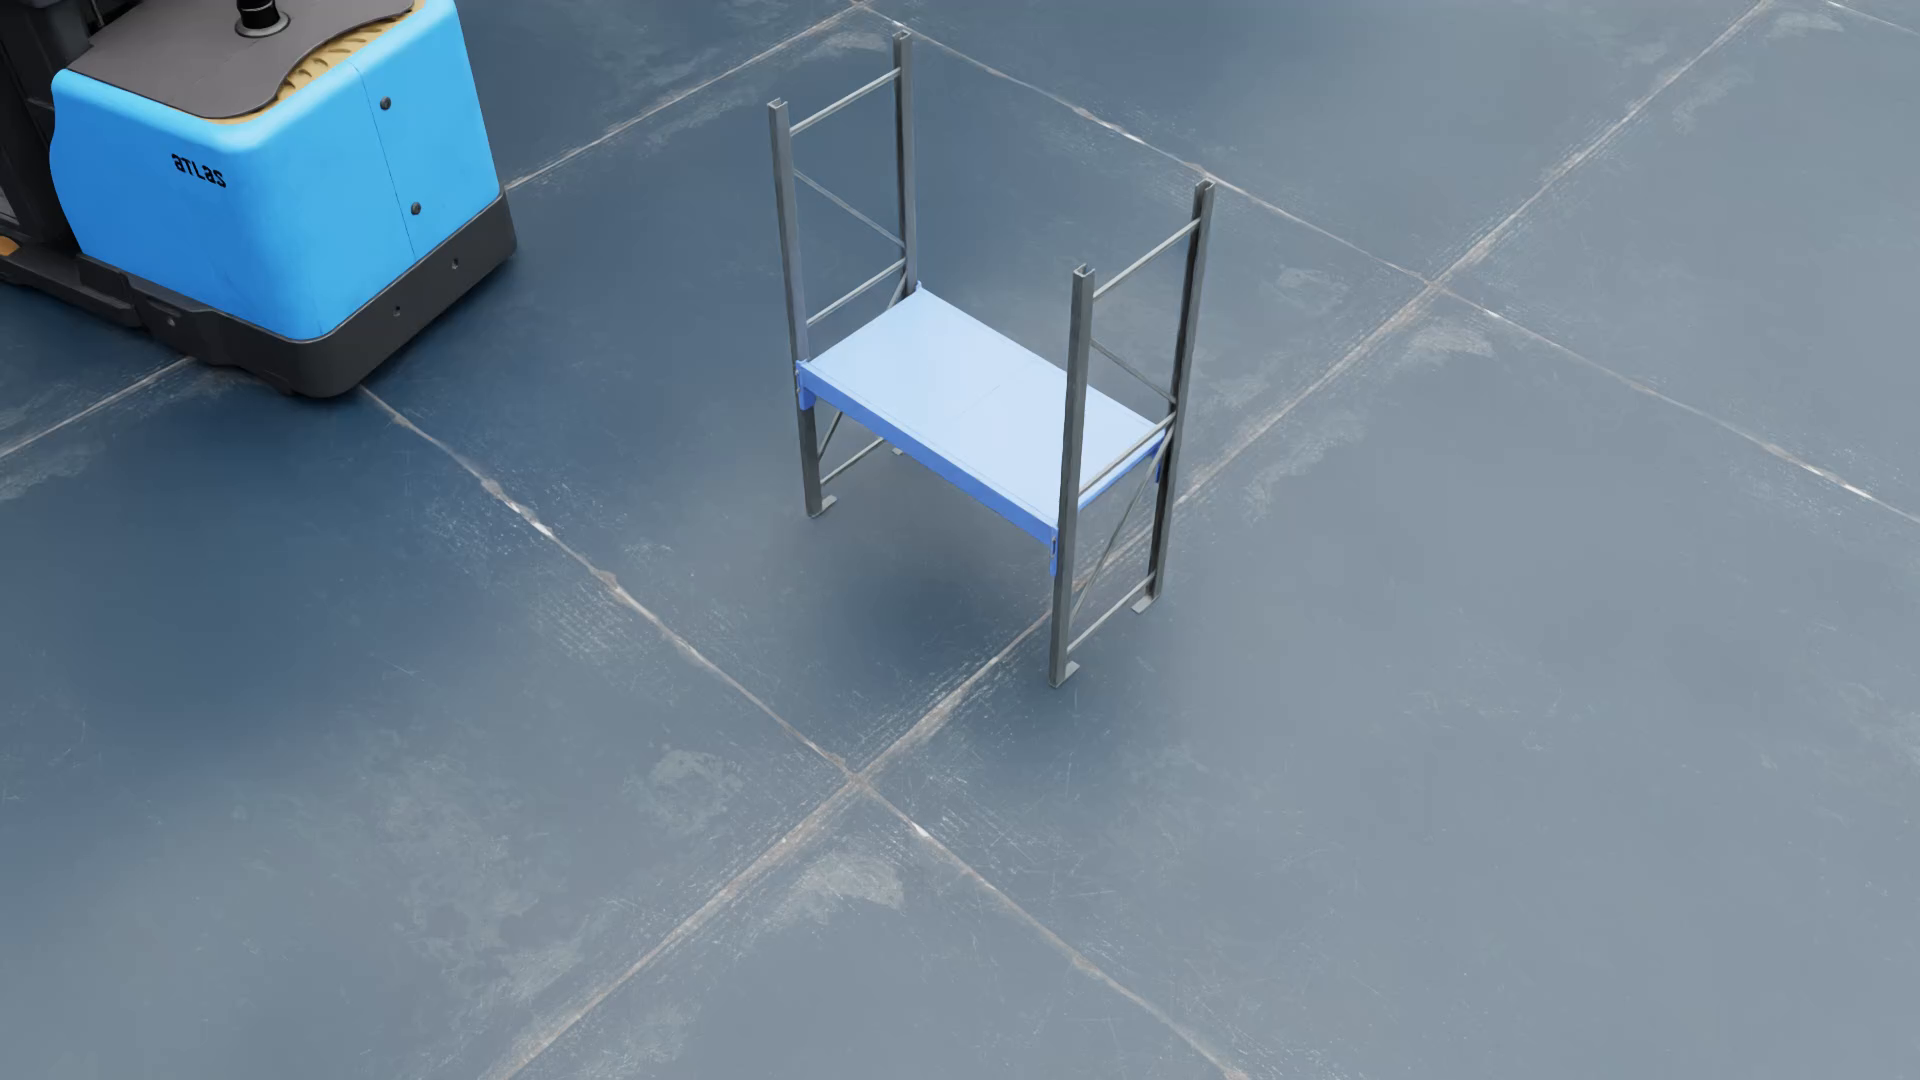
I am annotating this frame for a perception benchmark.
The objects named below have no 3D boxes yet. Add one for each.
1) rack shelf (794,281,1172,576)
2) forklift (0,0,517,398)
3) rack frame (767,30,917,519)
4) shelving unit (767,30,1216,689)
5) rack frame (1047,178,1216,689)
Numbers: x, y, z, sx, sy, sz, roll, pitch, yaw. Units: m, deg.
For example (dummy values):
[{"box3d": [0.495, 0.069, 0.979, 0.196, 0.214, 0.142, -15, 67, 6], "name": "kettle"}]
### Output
[{"box3d": [0.063, -0.348, 4.795, 1.000, 0.185, 0.538, 34, 55, 28], "name": "rack shelf"}, {"box3d": [-3.189, -2.268, 5.369, 3.031, 2.935, 1.130, 22, 50, 19], "name": "forklift"}, {"box3d": [-0.311, -0.723, 4.900, 0.032, 1.500, 0.500, 34, 55, 28], "name": "rack frame"}, {"box3d": [0.063, -0.471, 4.664, 1.048, 1.500, 0.538, 34, 55, 28], "name": "shelving unit"}, {"box3d": [0.436, -0.220, 4.428, 0.032, 1.500, 0.500, 34, 55, 28], "name": "rack frame"}]
